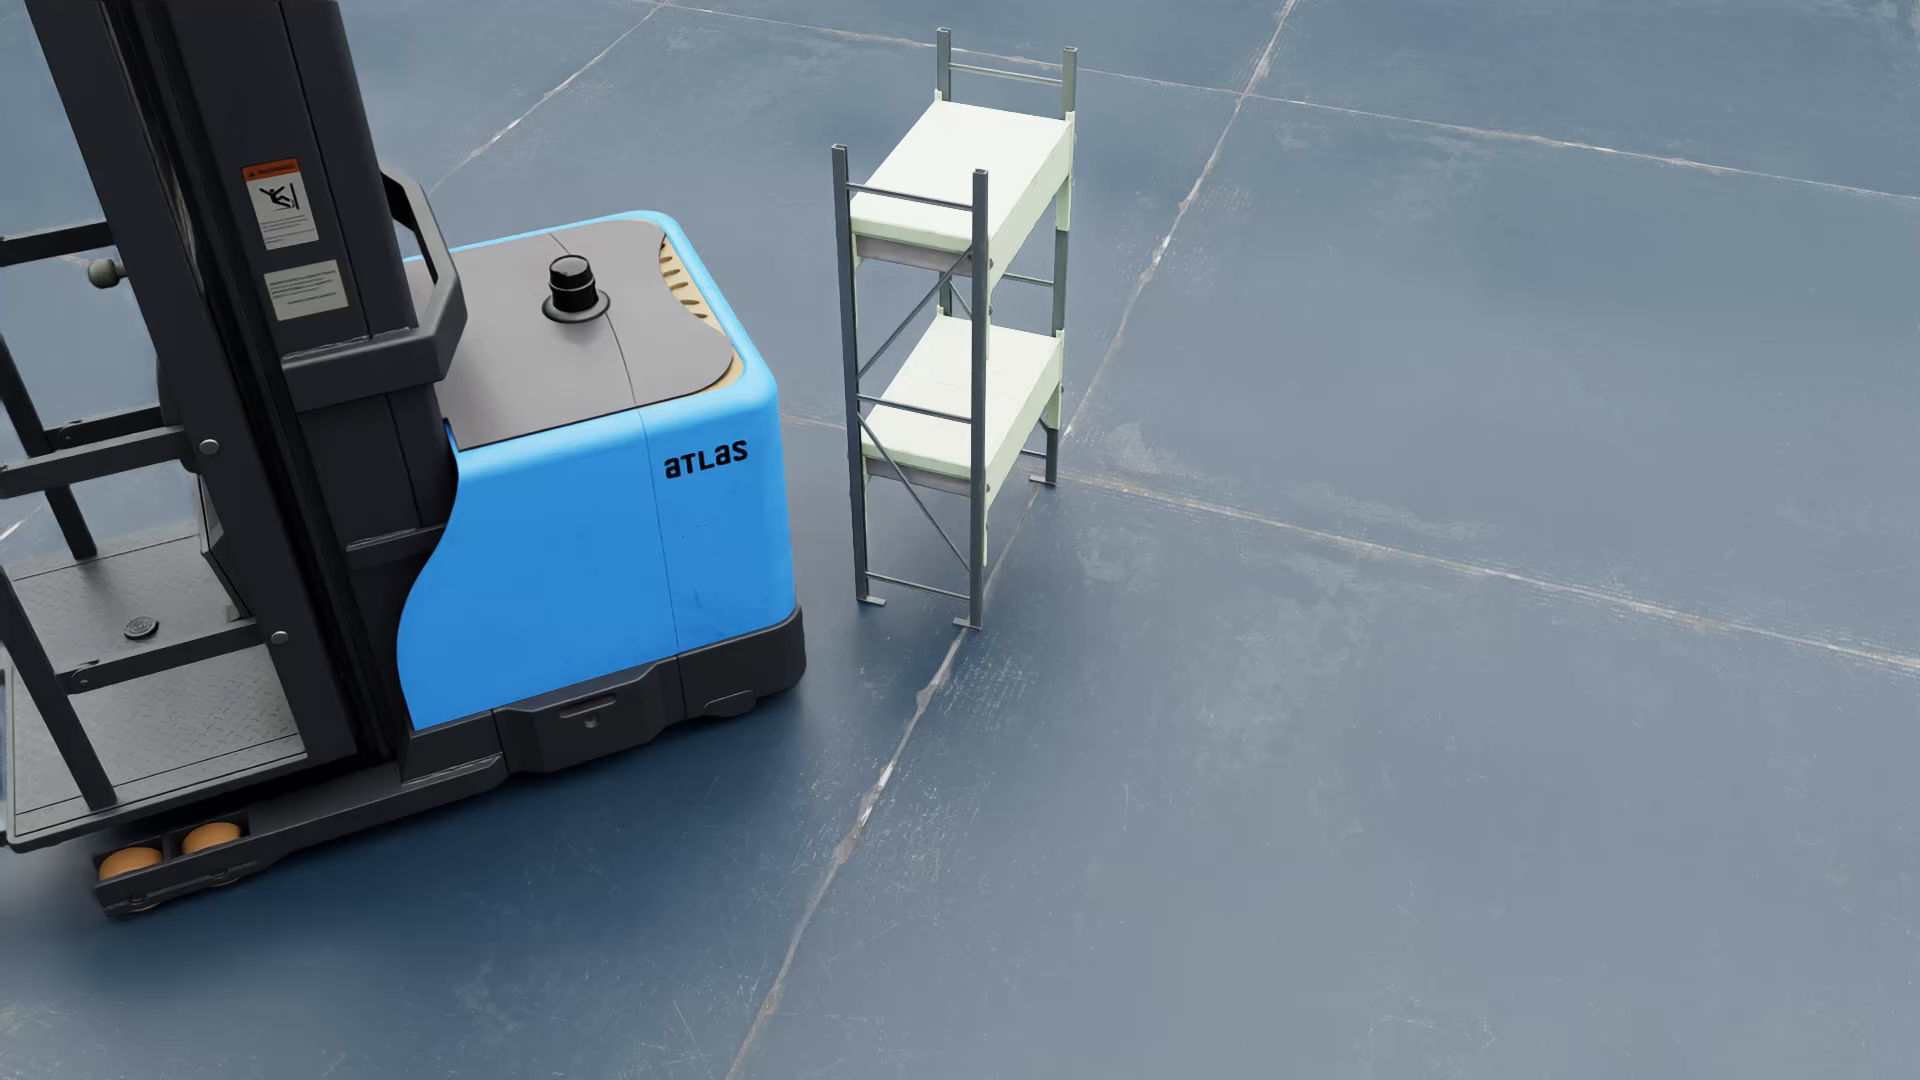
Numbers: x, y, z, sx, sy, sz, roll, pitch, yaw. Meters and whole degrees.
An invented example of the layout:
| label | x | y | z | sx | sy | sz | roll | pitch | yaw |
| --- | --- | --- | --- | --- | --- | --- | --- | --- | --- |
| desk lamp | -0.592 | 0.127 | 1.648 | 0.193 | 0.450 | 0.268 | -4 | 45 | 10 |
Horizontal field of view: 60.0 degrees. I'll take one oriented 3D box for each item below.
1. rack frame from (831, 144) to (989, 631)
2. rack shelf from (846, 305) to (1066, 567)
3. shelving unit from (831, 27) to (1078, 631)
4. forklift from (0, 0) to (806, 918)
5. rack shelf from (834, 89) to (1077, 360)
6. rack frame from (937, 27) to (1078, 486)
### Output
| label | x | y | z | sx | sy | sz | roll | pitch | yaw |
| --- | --- | --- | --- | --- | --- | --- | --- | --- | --- |
| rack frame | -0.123 | -0.351 | 4.506 | 0.400 | 1.500 | 0.023 | 13 | 42 | 15 |
| rack shelf | 0.002 | -0.327 | 4.980 | 0.431 | 0.370 | 0.720 | 13 | 42 | 15 |
| shelving unit | 0.002 | -0.575 | 4.768 | 0.431 | 1.500 | 0.755 | 13 | 42 | 15 |
| forklift | -2.000 | -0.578 | 3.669 | 3.031 | 2.935 | 1.130 | -16 | 43 | -18 |
| rack shelf | 0.002 | -0.872 | 4.515 | 0.431 | 0.370 | 0.720 | 13 | 42 | 15 |
| rack frame | 0.127 | -0.798 | 5.030 | 0.400 | 1.500 | 0.023 | 13 | 42 | 15 |
